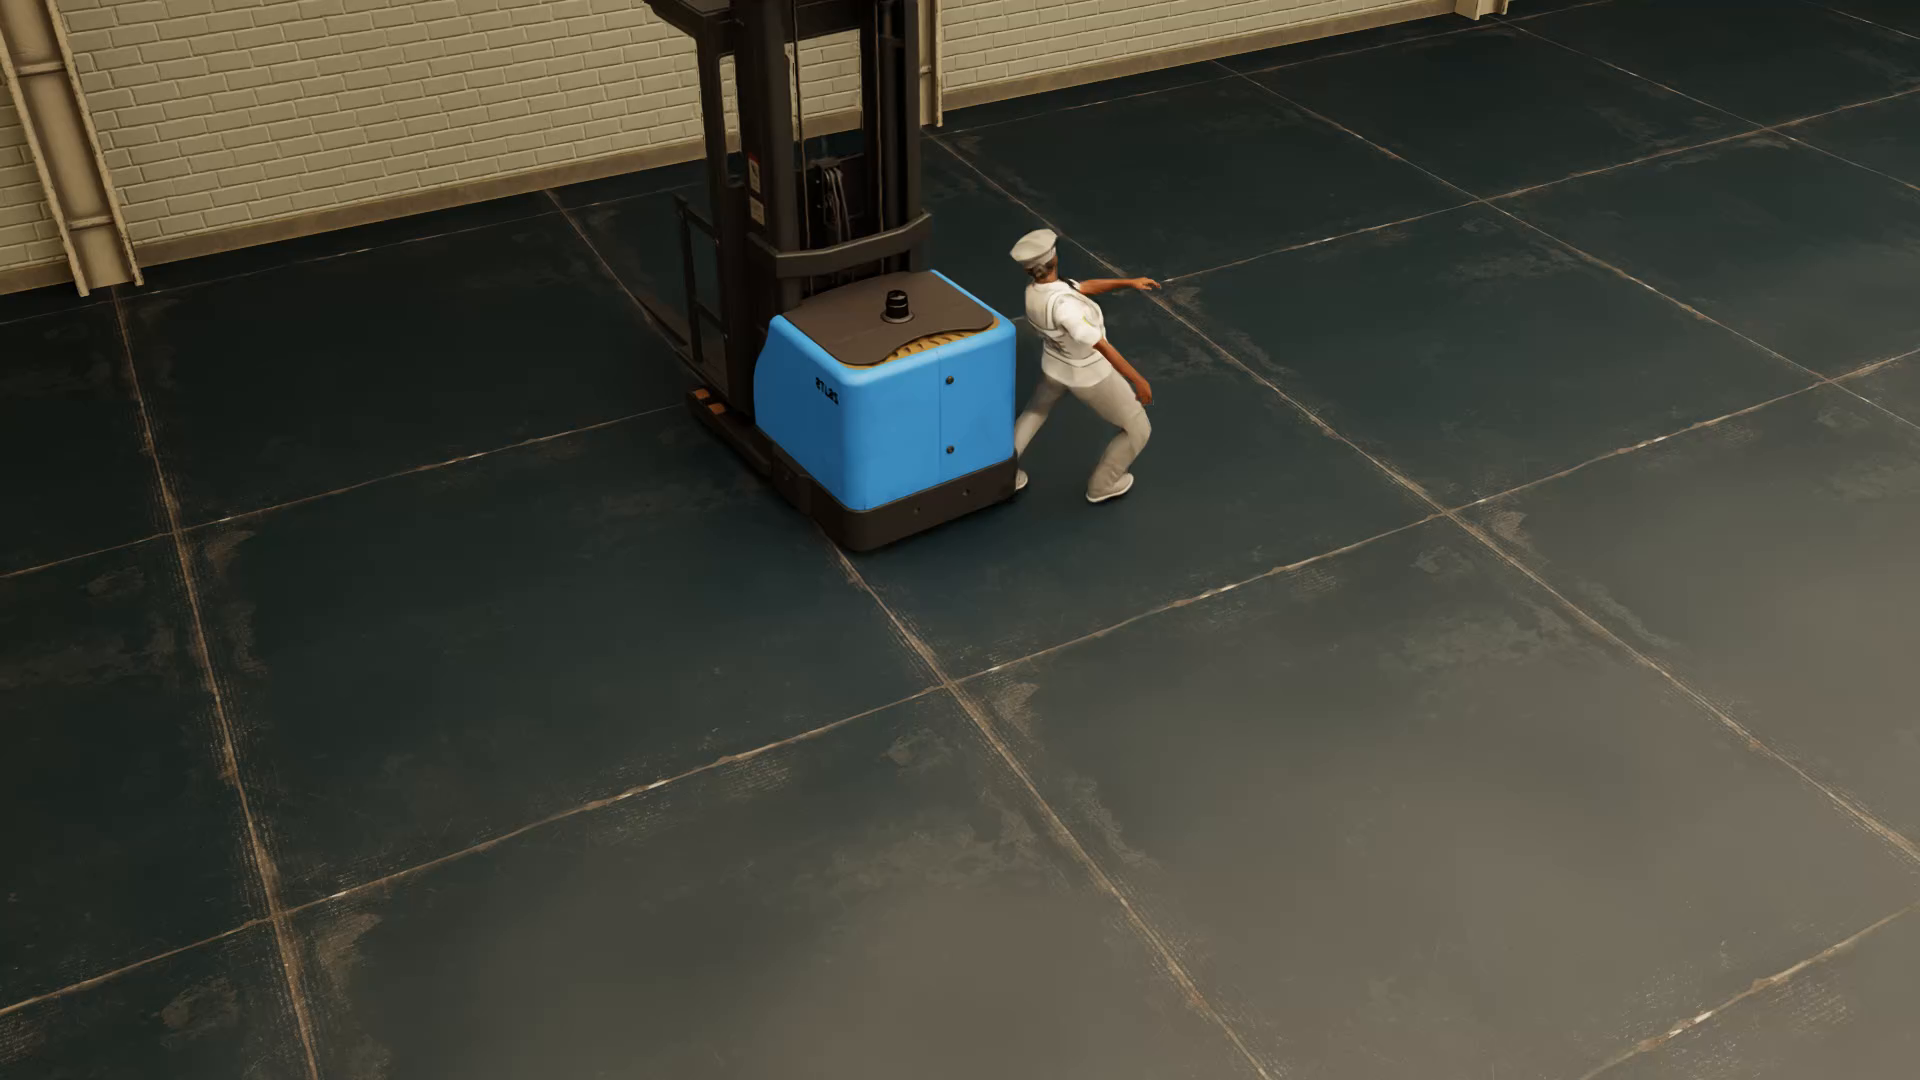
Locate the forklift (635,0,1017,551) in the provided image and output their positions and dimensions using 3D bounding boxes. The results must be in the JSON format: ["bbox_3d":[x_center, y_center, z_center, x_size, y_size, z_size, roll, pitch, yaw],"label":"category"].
[{"bbox_3d":[-0.932,-1.953,8.886,1.130,2.935,3.031,-21,40,-27],"label":"forklift"}]

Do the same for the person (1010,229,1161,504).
[{"bbox_3d":[0.645,-0.855,8.534,0.811,1.495,0.798,-30,45,-35],"label":"person"}]
